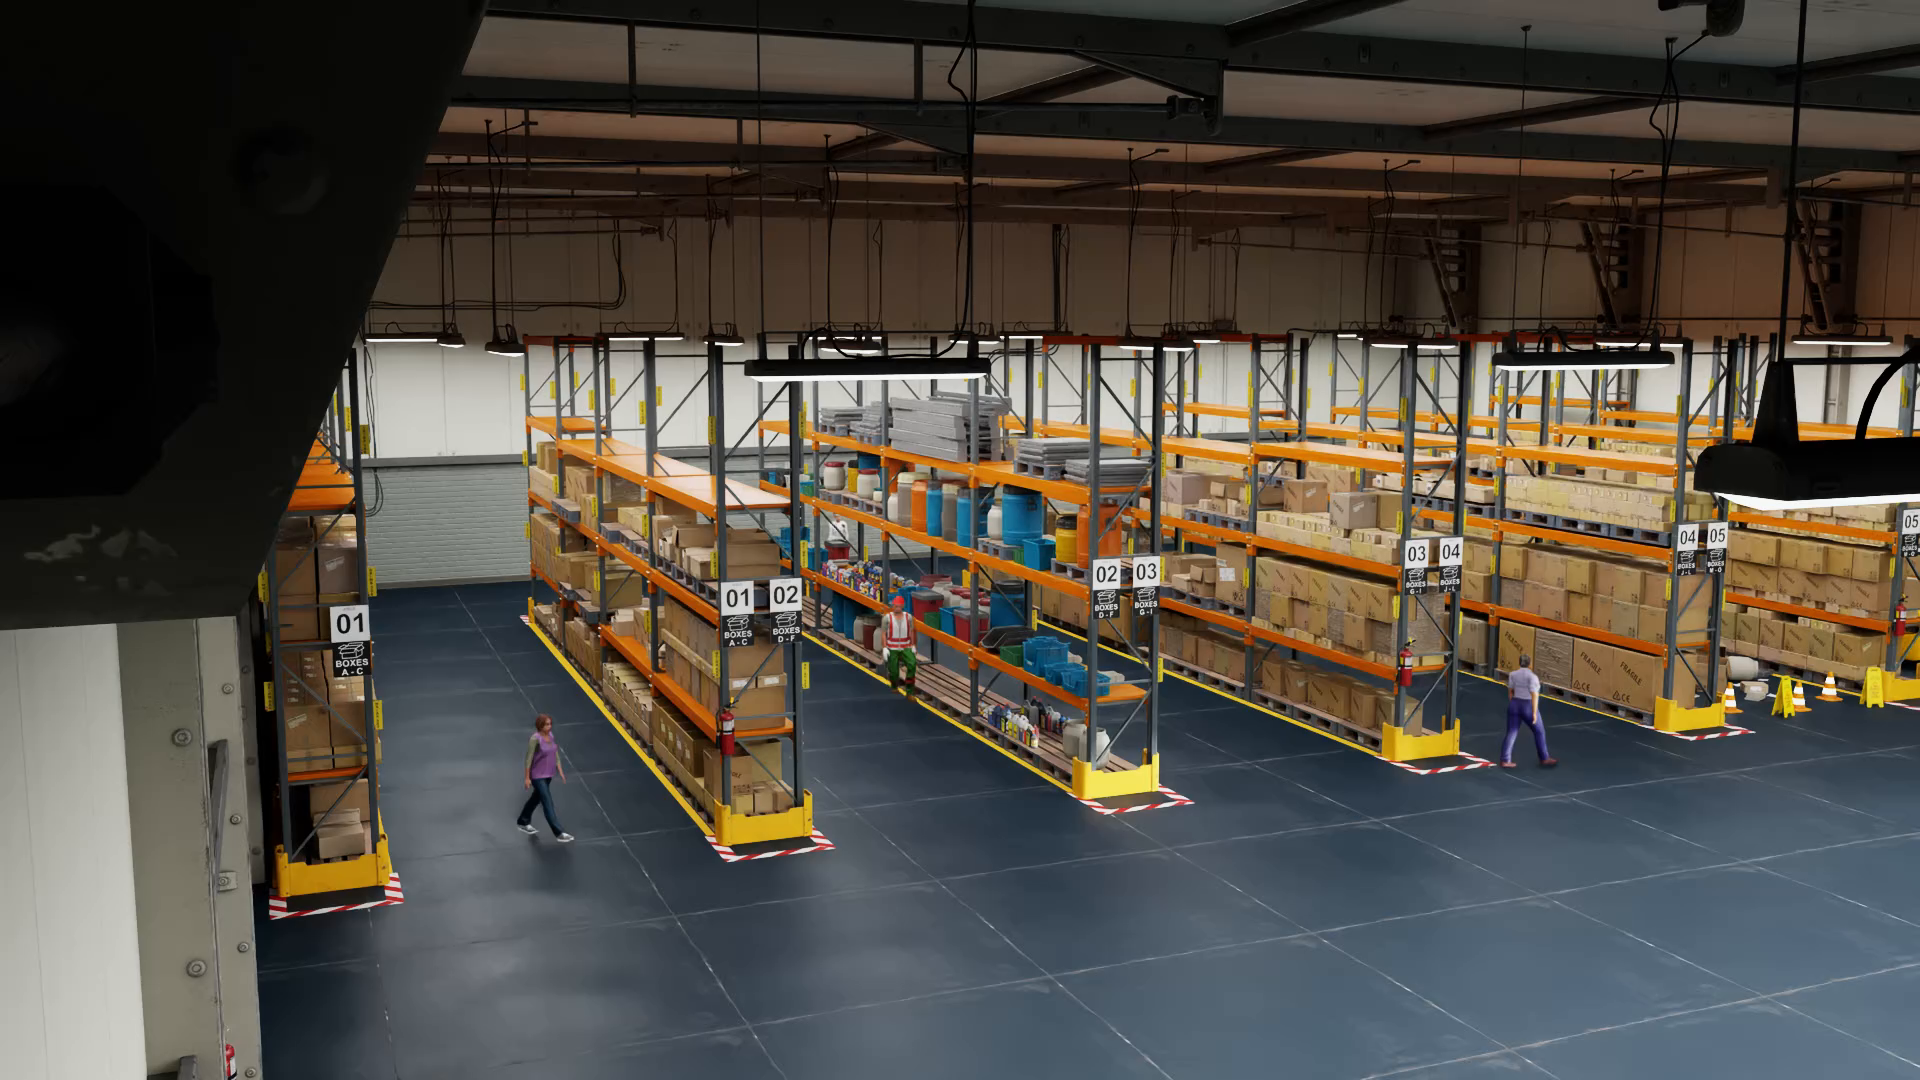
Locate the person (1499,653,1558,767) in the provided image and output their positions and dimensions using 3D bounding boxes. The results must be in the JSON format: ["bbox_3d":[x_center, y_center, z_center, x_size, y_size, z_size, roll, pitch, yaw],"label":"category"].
[{"bbox_3d":[8.034,2.399,23.540,0.907,1.595,0.580,-7,11,-44],"label":"person"}]

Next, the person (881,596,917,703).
[{"bbox_3d":[-0.959,1.709,26.575,0.599,1.638,0.953,-1,8,-9],"label":"person"}]

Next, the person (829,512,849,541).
[{"bbox_3d":[-3.005,0.061,40.974,0.487,1.632,0.853,-3,8,-24],"label":"person"}]

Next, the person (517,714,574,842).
[{"bbox_3d":[-5.030,2.868,20.203,0.975,1.541,0.444,3,8,20],"label":"person"}]
